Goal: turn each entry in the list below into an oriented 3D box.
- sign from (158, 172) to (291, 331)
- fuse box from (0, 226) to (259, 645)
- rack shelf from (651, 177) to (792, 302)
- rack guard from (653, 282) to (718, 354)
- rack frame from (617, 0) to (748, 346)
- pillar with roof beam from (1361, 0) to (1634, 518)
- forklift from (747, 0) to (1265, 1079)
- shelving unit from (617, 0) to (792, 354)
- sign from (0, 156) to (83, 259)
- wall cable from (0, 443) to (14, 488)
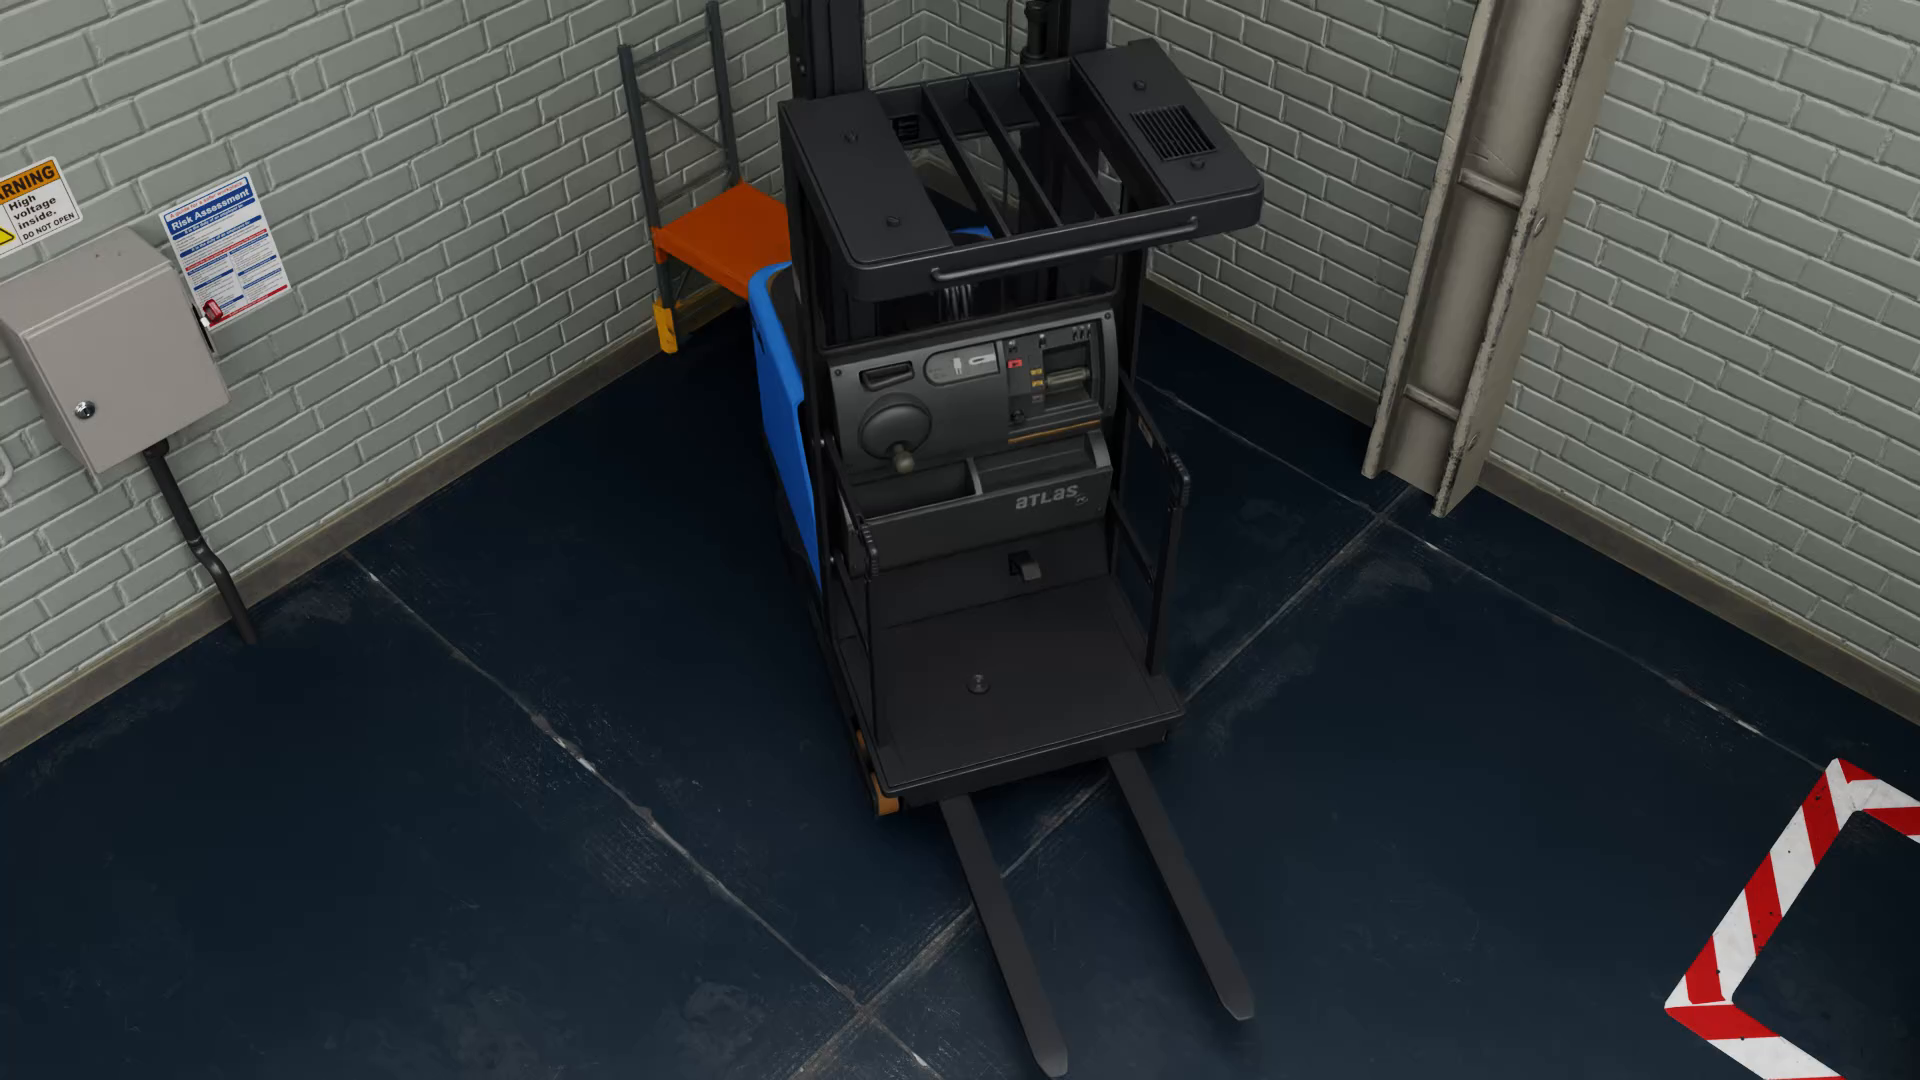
[{"bbox_3d":[-2.500,-0.980,5.678,0.001,0.494,0.329,34,55,28],"label":"sign"},{"bbox_3d":[-2.683,-0.205,5.768,0.414,1.711,0.539,34,55,28],"label":"fuse box"},{"bbox_3d":[-0.776,-1.165,7.044,1.000,0.185,0.538,33,55,29],"label":"rack shelf"},{"bbox_3d":[-1.144,-1.100,7.607,0.087,0.250,0.587,33,55,29],"label":"rack guard"},{"bbox_3d":[-1.152,-1.535,7.158,0.032,1.500,0.500,33,55,29],"label":"rack frame"},{"bbox_3d":[-0.982,-1.041,1.555,0.400,9.000,9.100,34,55,28],"label":"pillar with roof beam"},{"bbox_3d":[0.122,-0.374,5.090,1.130,2.935,3.031,-13,48,-12],"label":"forklift"},{"bbox_3d":[-0.785,-1.295,6.920,1.083,1.500,0.587,33,55,29],"label":"shelving unit"},{"bbox_3d":[-2.873,-1.001,5.066,0.001,0.242,0.339,34,55,28],"label":"sign"},{"bbox_3d":[-3.262,-0.706,4.658,0.122,1.984,0.588,34,55,28],"label":"wall cable"}]
